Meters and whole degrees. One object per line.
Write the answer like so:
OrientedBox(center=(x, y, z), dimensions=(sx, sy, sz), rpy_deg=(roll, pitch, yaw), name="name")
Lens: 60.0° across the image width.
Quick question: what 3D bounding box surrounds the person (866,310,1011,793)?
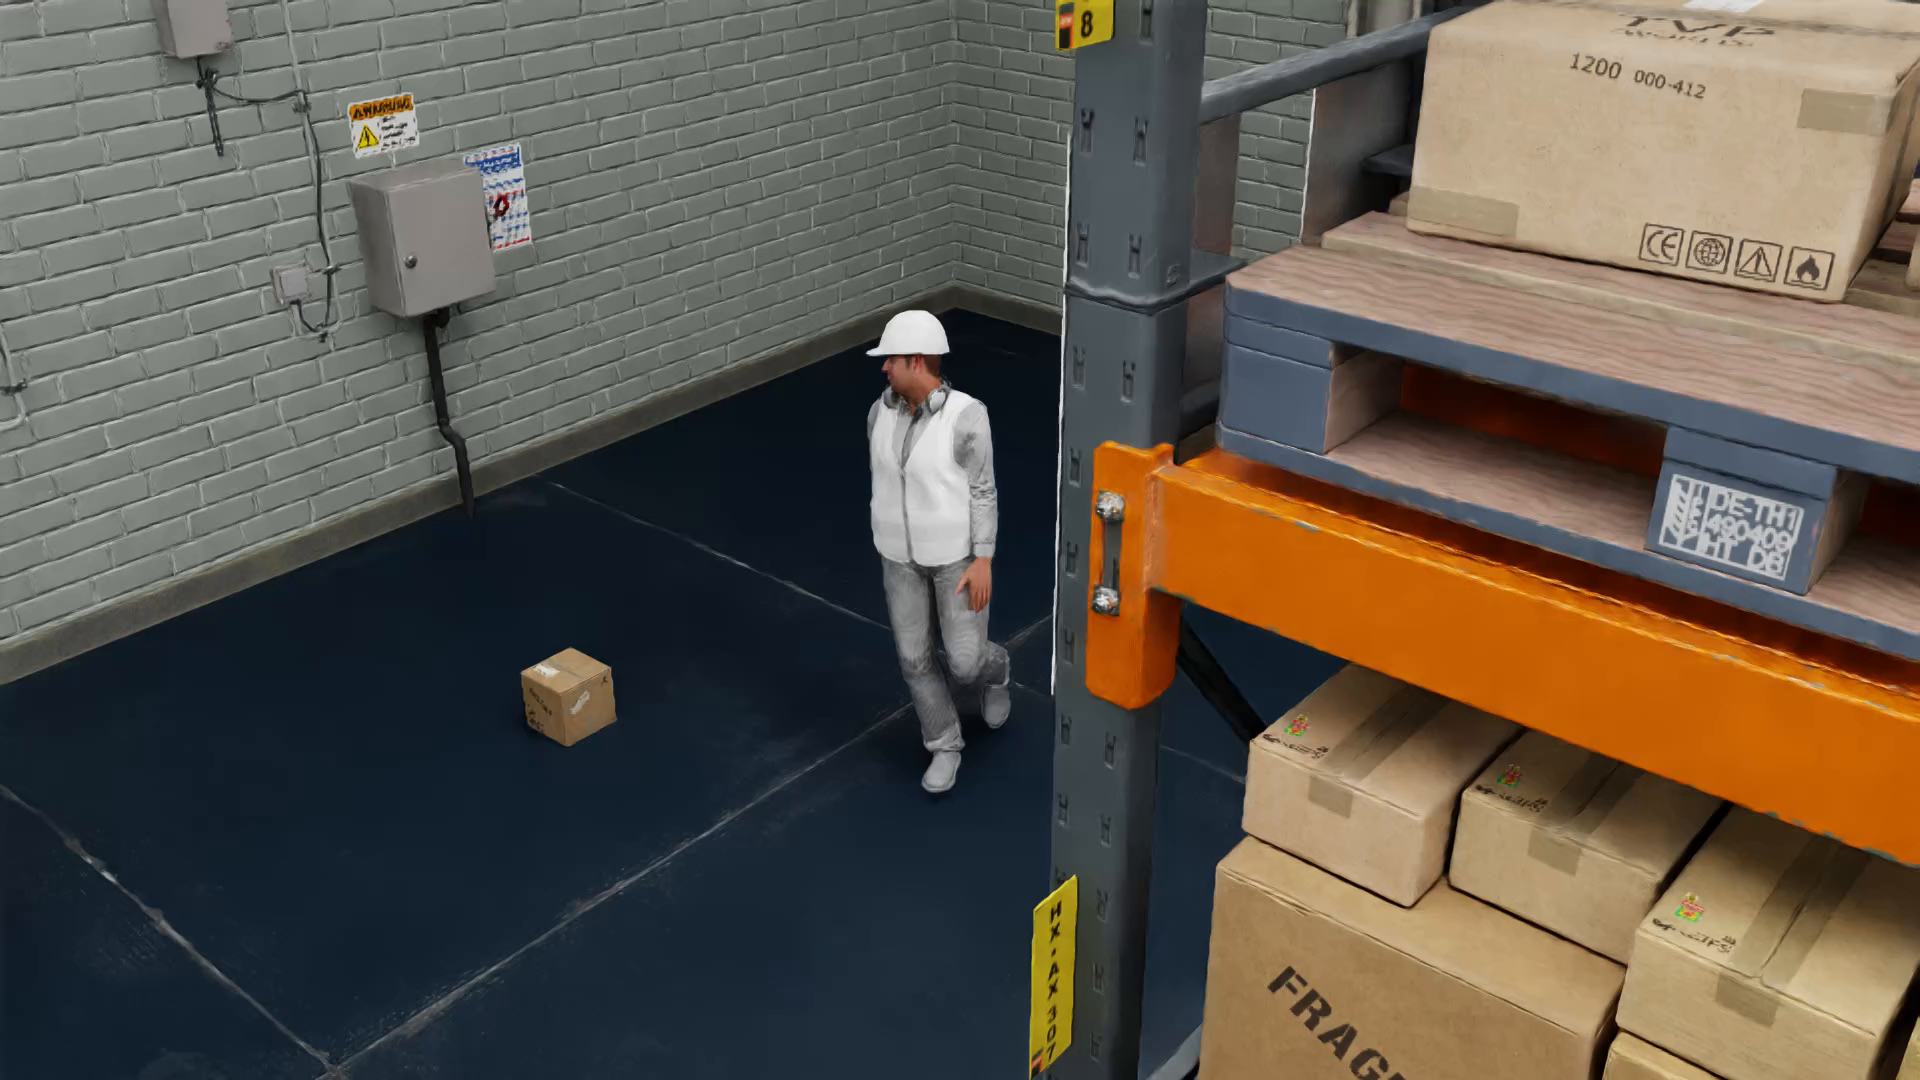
OrientedBox(center=(-0.122, 0.040, 6.066), dimensions=(0.579, 1.728, 0.618), rpy_deg=(12, 29, 22), name="person")
